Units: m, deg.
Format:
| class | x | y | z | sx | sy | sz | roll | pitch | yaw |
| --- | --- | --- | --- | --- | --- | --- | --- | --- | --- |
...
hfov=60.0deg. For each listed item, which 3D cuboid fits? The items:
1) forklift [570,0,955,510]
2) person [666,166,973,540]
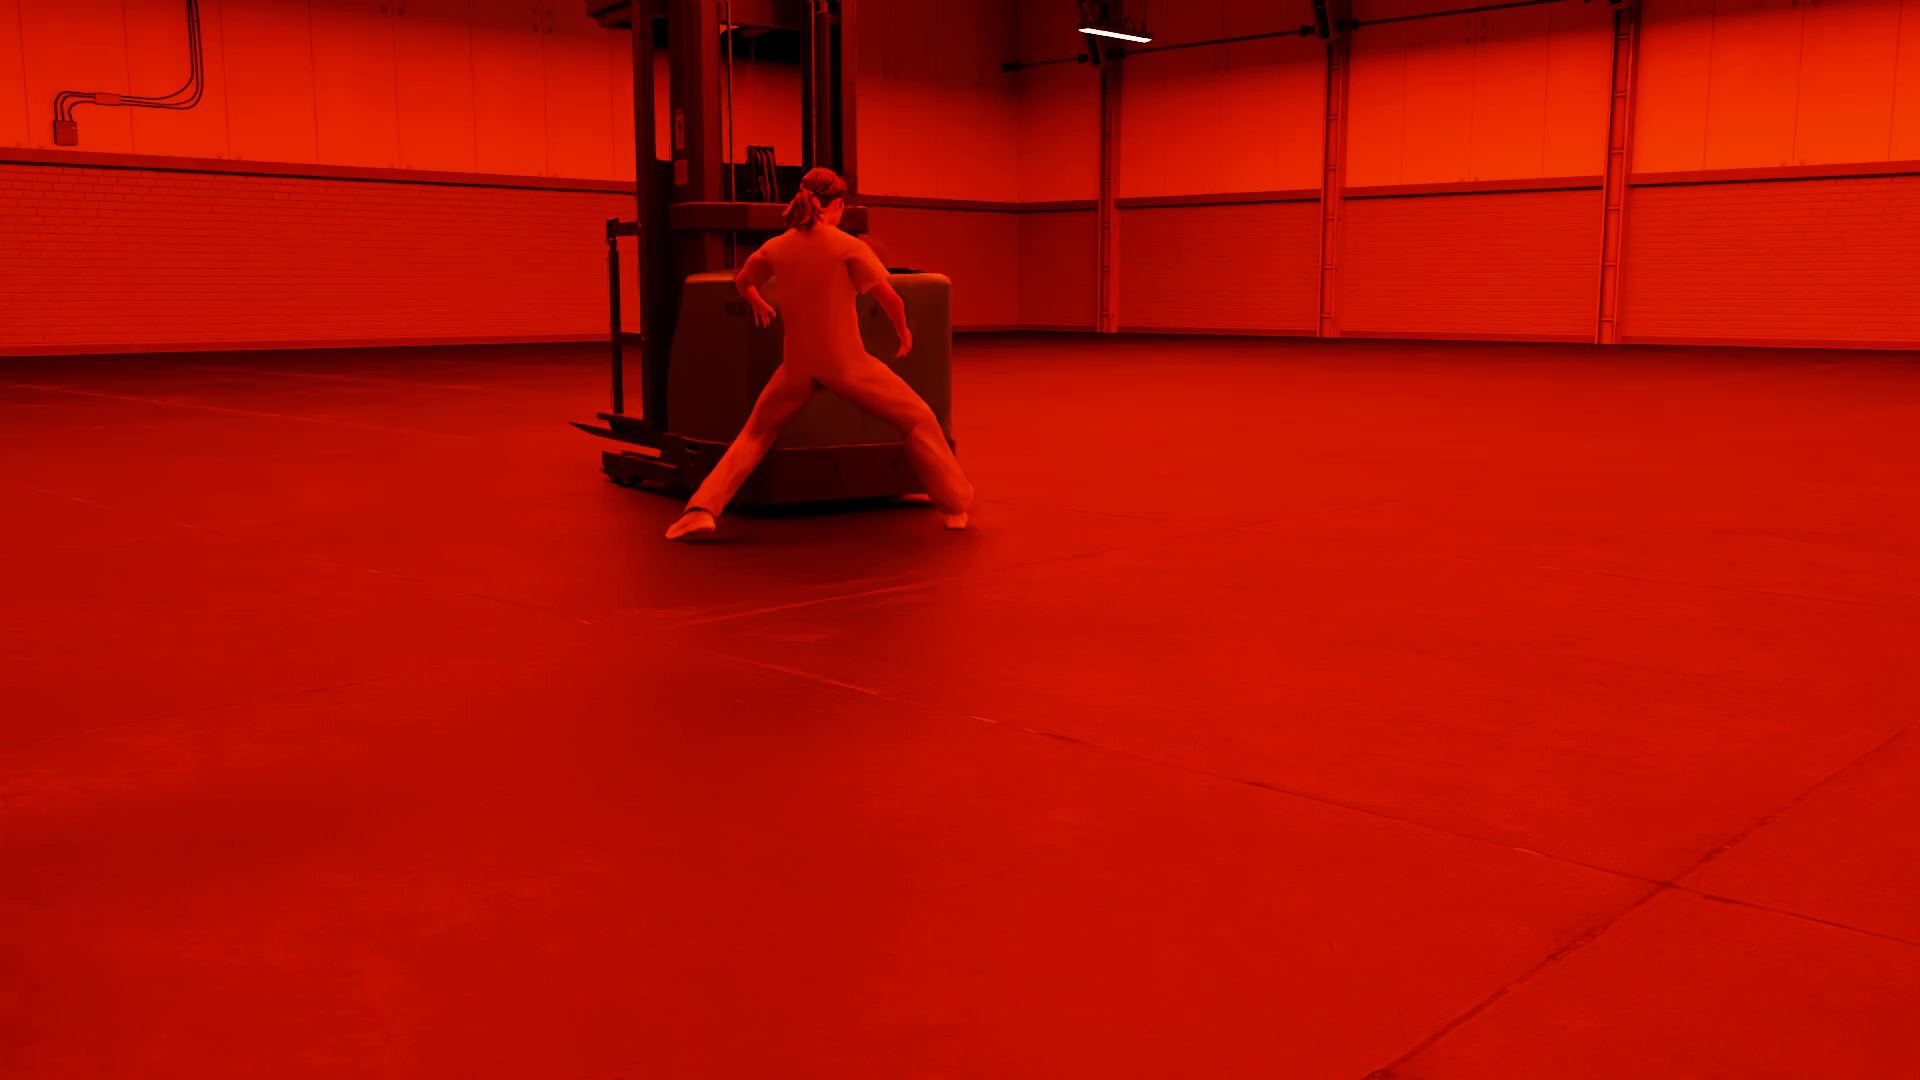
| class | x | y | z | sx | sy | sz | roll | pitch | yaw |
| --- | --- | --- | --- | --- | --- | --- | --- | --- | --- |
| forklift | -1.226 | -1.761 | 8.570 | 1.130 | 2.935 | 3.031 | -5 | 10 | -31 |
| person | -0.565 | -0.758 | 6.820 | 1.099 | 1.503 | 0.961 | 3 | 9 | 20 |
